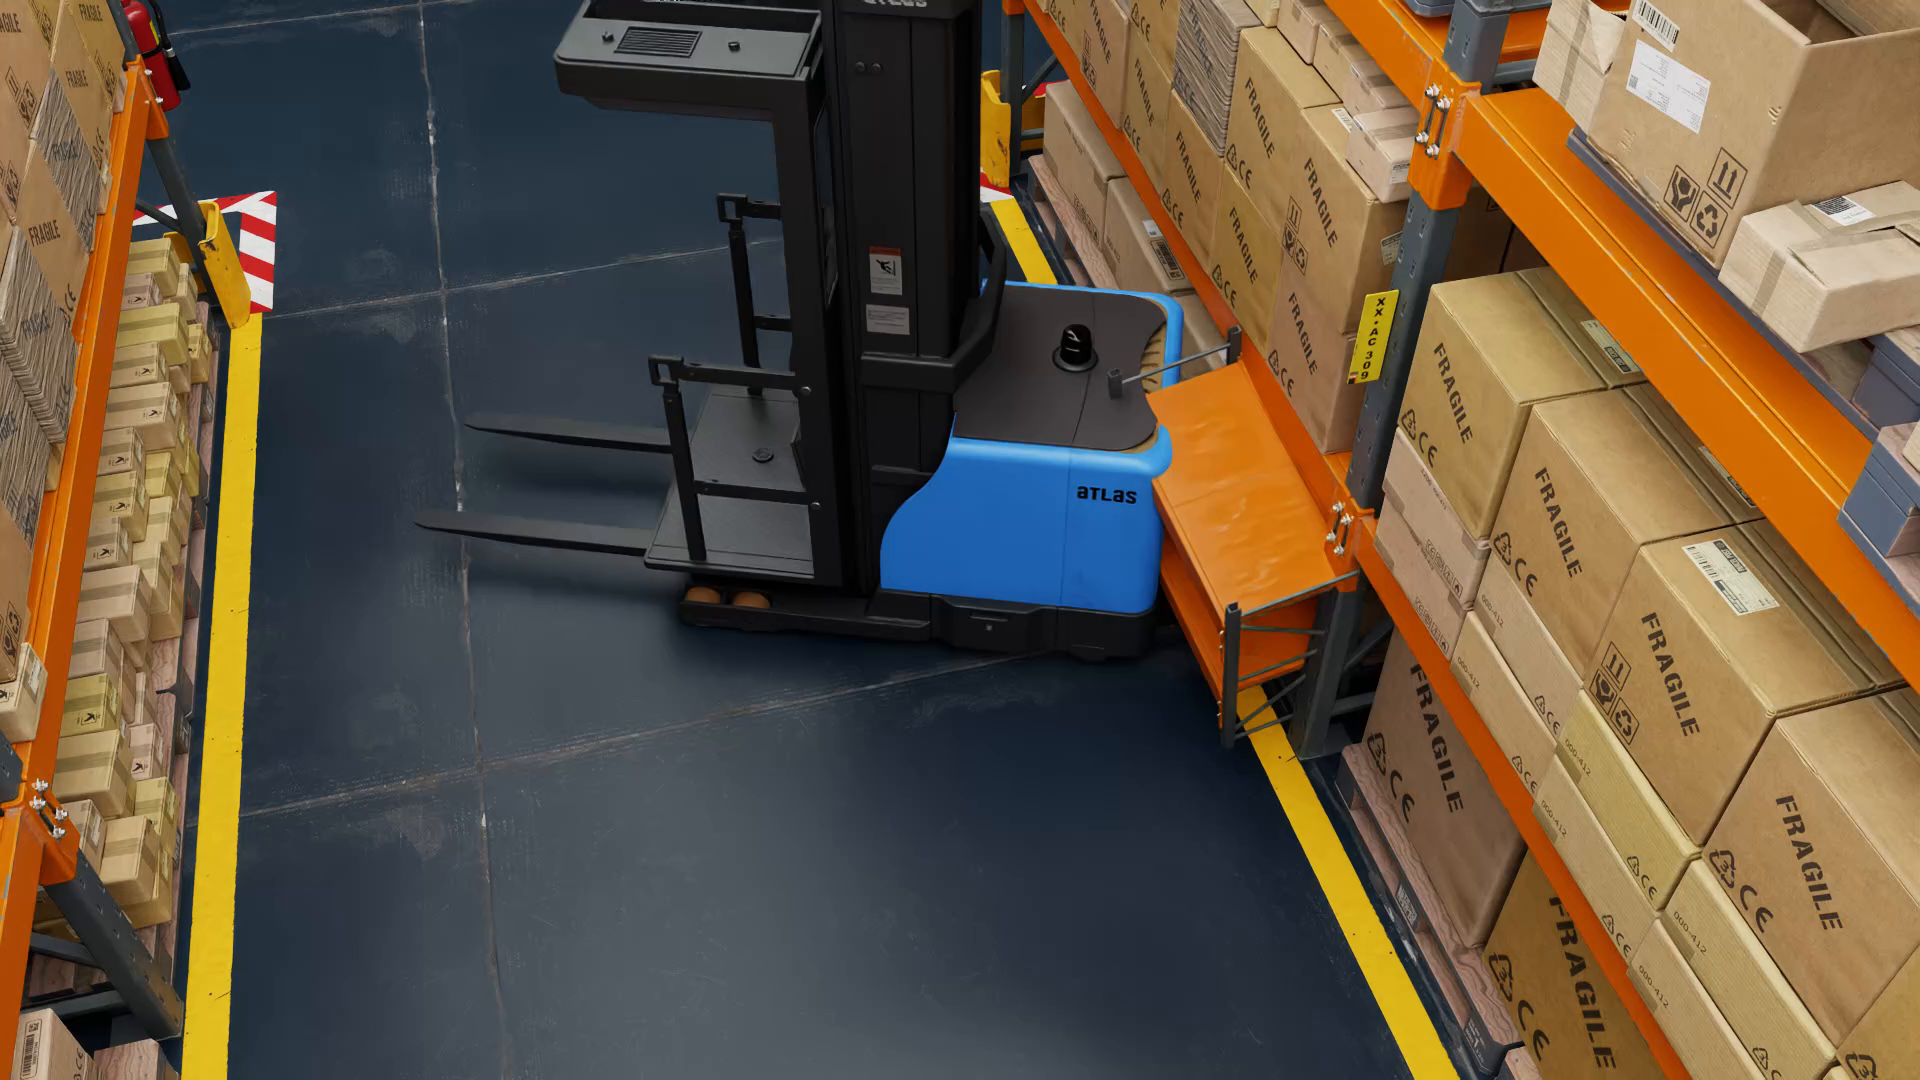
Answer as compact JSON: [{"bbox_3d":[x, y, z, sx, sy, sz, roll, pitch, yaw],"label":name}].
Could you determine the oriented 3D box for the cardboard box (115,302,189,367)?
[{"bbox_3d":[-3.475,-0.841,7.010,0.380,0.149,0.250,-12,47,-11],"label":"cardboard box"}]

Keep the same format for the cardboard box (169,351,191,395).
[{"bbox_3d":[-3.508,-0.725,7.105,0.380,0.149,0.250,-12,47,-12],"label":"cardboard box"}]

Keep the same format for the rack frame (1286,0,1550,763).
[{"bbox_3d":[1.730,-0.356,5.249,1.000,3.000,0.127,-11,47,-10],"label":"rack frame"}]

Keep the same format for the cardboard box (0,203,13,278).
[{"bbox_3d":[-3.156,-0.935,4.838,0.500,0.500,0.500,-10,46,-10],"label":"cardboard box"}]

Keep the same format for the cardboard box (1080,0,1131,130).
[{"bbox_3d":[0.820,-2.070,6.859,0.500,0.500,0.500,-11,47,-11],"label":"cardboard box"}]

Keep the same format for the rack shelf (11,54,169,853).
[{"bbox_3d":[-3.542,-0.510,5.904,1.077,0.370,4.000,-11,47,-10],"label":"rack shelf"}]

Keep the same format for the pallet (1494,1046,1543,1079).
[{"bbox_3d":[2.316,1.983,4.909,1.003,0.211,1.213,-11,47,-10],"label":"pallet"}]

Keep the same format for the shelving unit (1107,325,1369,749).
[{"bbox_3d":[0.991,0.022,6.084,0.538,1.125,1.048,-20,59,-4],"label":"shelving unit"}]

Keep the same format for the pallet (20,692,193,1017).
[{"bbox_3d":[-3.236,1.138,5.738,1.003,0.211,1.213,-11,47,-10],"label":"pallet"}]

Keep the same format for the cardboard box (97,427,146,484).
[{"bbox_3d":[-3.387,-0.273,6.454,0.380,0.149,0.250,-12,47,-12],"label":"cardboard box"}]

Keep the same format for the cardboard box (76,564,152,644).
[{"bbox_3d":[-3.118,0.253,5.938,0.380,0.149,0.250,-10,46,-9],"label":"cardboard box"}]

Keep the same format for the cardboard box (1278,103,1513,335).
[{"bbox_3d":[1.342,-1.016,5.126,0.500,0.500,0.500,-11,47,-11],"label":"cardboard box"}]

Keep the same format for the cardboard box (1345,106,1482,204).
[{"bbox_3d":[1.343,-1.122,4.776,0.380,0.149,0.250,-12,47,-11],"label":"cardboard box"}]

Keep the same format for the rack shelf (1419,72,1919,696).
[{"bbox_3d":[2.242,0.227,3.081,1.077,0.370,4.000,-11,47,-10],"label":"rack shelf"}]

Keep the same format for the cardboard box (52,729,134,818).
[{"bbox_3d":[-2.931,0.785,5.417,0.380,0.149,0.250,-9,46,-8],"label":"cardboard box"}]

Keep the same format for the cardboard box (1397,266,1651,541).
[{"bbox_3d":[1.564,-0.384,4.507,0.500,0.500,0.500,-10,46,-10],"label":"cardboard box"}]

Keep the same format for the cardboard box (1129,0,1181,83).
[{"bbox_3d":[0.960,-2.065,6.154,0.500,0.500,0.500,-11,47,-10],"label":"cardboard box"}]

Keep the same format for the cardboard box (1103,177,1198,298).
[{"bbox_3d":[1.214,-1.300,7.674,0.875,0.438,0.875,-10,46,-9],"label":"cardboard box"}]

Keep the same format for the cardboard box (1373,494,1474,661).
[{"bbox_3d":[1.587,0.049,4.958,0.500,0.250,0.500,-12,47,-11],"label":"cardboard box"}]

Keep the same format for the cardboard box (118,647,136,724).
[{"bbox_3d":[-3.128,0.550,5.855,0.380,0.149,0.250,-13,47,-12],"label":"cardboard box"}]

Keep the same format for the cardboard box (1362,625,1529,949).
[{"bbox_3d":[1.966,0.655,5.453,0.875,0.875,0.875,-9,46,-9],"label":"cardboard box"}]

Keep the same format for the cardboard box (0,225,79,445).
[{"bbox_3d":[-3.140,-0.603,5.213,0.500,0.500,0.500,-12,47,-11],"label":"cardboard box"}]

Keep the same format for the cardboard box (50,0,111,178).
[{"bbox_3d":[-3.563,-1.662,6.251,0.500,0.500,0.500,-11,47,-11],"label":"cardboard box"}]

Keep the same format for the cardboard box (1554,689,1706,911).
[{"bbox_3d":[1.834,0.585,4.082,0.500,0.250,0.500,-10,46,-10],"label":"cardboard box"}]

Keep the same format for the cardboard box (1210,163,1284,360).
[{"bbox_3d":[1.227,-1.018,5.828,0.500,0.500,0.500,-12,47,-11],"label":"cardboard box"}]

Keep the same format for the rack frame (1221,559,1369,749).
[{"bbox_3d":[1.157,0.424,5.820,0.500,1.125,0.032,-20,59,-4],"label":"rack frame"}]

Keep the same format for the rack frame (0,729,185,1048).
[{"bbox_3d":[-3.030,0.619,4.294,1.000,3.000,0.127,-11,47,-10],"label":"rack frame"}]

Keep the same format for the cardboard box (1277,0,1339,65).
[{"bbox_3d":[1.244,-1.669,5.312,0.380,0.149,0.250,-11,47,-11],"label":"cardboard box"}]

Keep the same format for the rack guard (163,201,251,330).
[{"bbox_3d":[-4.034,-1.215,7.841,1.175,0.500,0.348,-11,47,-10],"label":"rack guard"}]

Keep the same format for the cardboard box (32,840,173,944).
[{"bbox_3d":[-2.812,1.160,5.466,0.380,0.149,0.250,-13,47,-12],"label":"cardboard box"}]

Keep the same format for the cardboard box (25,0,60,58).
[{"bbox_3d":[-3.566,-2.011,5.893,0.500,0.500,0.500,-12,47,-12],"label":"cardboard box"}]

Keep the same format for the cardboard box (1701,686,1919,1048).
[{"bbox_3d":[1.986,0.664,3.479,0.500,0.500,0.500,-11,47,-11],"label":"cardboard box"}]

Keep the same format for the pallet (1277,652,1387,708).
[{"bbox_3d":[1.611,0.081,6.773,1.003,0.211,1.213,-11,47,-10],"label":"pallet"}]

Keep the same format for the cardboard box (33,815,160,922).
[{"bbox_3d":[-2.813,1.057,5.358,0.380,0.149,0.250,-9,46,-8],"label":"cardboard box"}]

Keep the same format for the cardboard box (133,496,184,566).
[{"bbox_3d":[-3.218,-0.004,6.399,0.380,0.149,0.250,-10,46,-10],"label":"cardboard box"}]

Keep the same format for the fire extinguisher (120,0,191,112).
[{"bbox_3d":[-3.672,-2.243,7.414,0.296,0.674,0.183,-11,47,-10],"label":"fire extinguisher"}]

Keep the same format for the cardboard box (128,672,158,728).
[{"bbox_3d":[-3.107,0.648,5.967,0.380,0.149,0.250,-12,47,-11],"label":"cardboard box"}]

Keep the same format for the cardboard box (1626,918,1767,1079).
[{"bbox_3d":[1.956,1.110,3.918,0.500,0.250,0.500,-11,47,-11],"label":"cardboard box"}]

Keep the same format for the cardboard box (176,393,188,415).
[{"bbox_3d":[-3.569,-0.609,7.199,0.380,0.149,0.250,-11,47,-11],"label":"cardboard box"}]

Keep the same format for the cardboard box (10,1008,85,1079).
[{"bbox_3d":[-2.594,1.553,4.310,0.500,0.250,0.500,-12,47,-11],"label":"cardboard box"}]

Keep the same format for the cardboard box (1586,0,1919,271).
[{"bbox_3d":[1.675,-0.926,3.344,0.500,0.500,0.500,-11,47,-11],"label":"cardboard box"}]

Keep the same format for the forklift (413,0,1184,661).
[{"bbox_3d":[-0.682,-1.029,5.957,3.031,2.935,1.130,6,46,5],"label":"forklift"}]

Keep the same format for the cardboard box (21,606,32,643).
[{"bbox_3d":[-2.924,0.287,4.795,0.380,0.149,0.250,-9,46,-9],"label":"cardboard box"}]

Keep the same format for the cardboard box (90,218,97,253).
[{"bbox_3d":[-3.464,-1.173,6.226,0.380,0.149,0.250,-13,47,-12],"label":"cardboard box"}]

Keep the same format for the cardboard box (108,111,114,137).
[{"bbox_3d":[-3.669,-1.702,6.745,0.380,0.149,0.250,-11,47,-10],"label":"cardboard box"}]

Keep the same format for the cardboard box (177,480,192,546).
[{"bbox_3d":[-3.317,-0.084,6.685,0.380,0.149,0.250,-10,46,-10],"label":"cardboard box"}]
